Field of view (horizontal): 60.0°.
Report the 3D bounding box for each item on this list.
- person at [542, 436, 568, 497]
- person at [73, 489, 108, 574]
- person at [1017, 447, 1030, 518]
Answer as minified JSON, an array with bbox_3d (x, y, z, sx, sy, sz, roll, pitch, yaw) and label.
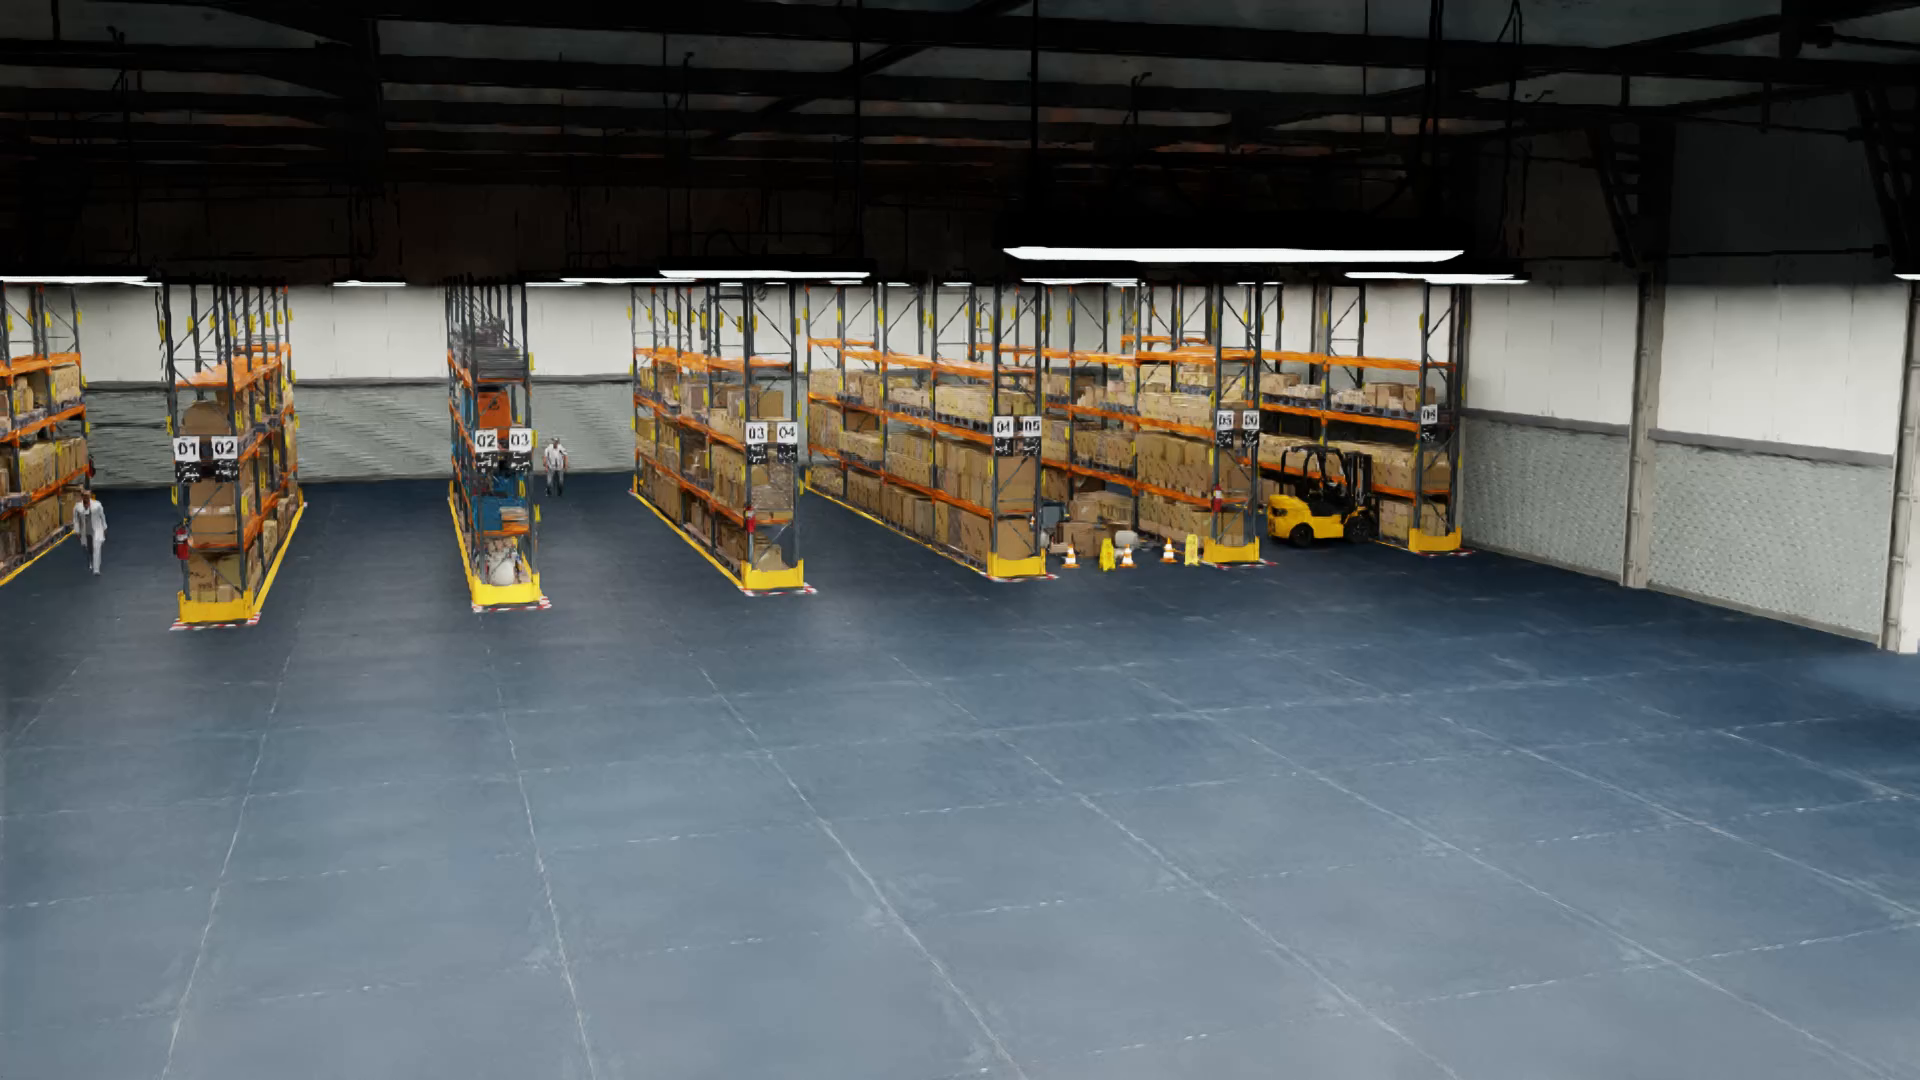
[{"bbox_3d":[-11.137,-2.017,45.763,0.682,1.715,0.542,-3,9,-20],"label":"person"},{"bbox_3d":[-17.574,-0.134,33.589,0.598,1.588,1.194,-2,9,-16],"label":"person"},{"bbox_3d":[1.451,-1.372,39.676,0.469,1.675,0.498,1,9,10],"label":"person"}]
